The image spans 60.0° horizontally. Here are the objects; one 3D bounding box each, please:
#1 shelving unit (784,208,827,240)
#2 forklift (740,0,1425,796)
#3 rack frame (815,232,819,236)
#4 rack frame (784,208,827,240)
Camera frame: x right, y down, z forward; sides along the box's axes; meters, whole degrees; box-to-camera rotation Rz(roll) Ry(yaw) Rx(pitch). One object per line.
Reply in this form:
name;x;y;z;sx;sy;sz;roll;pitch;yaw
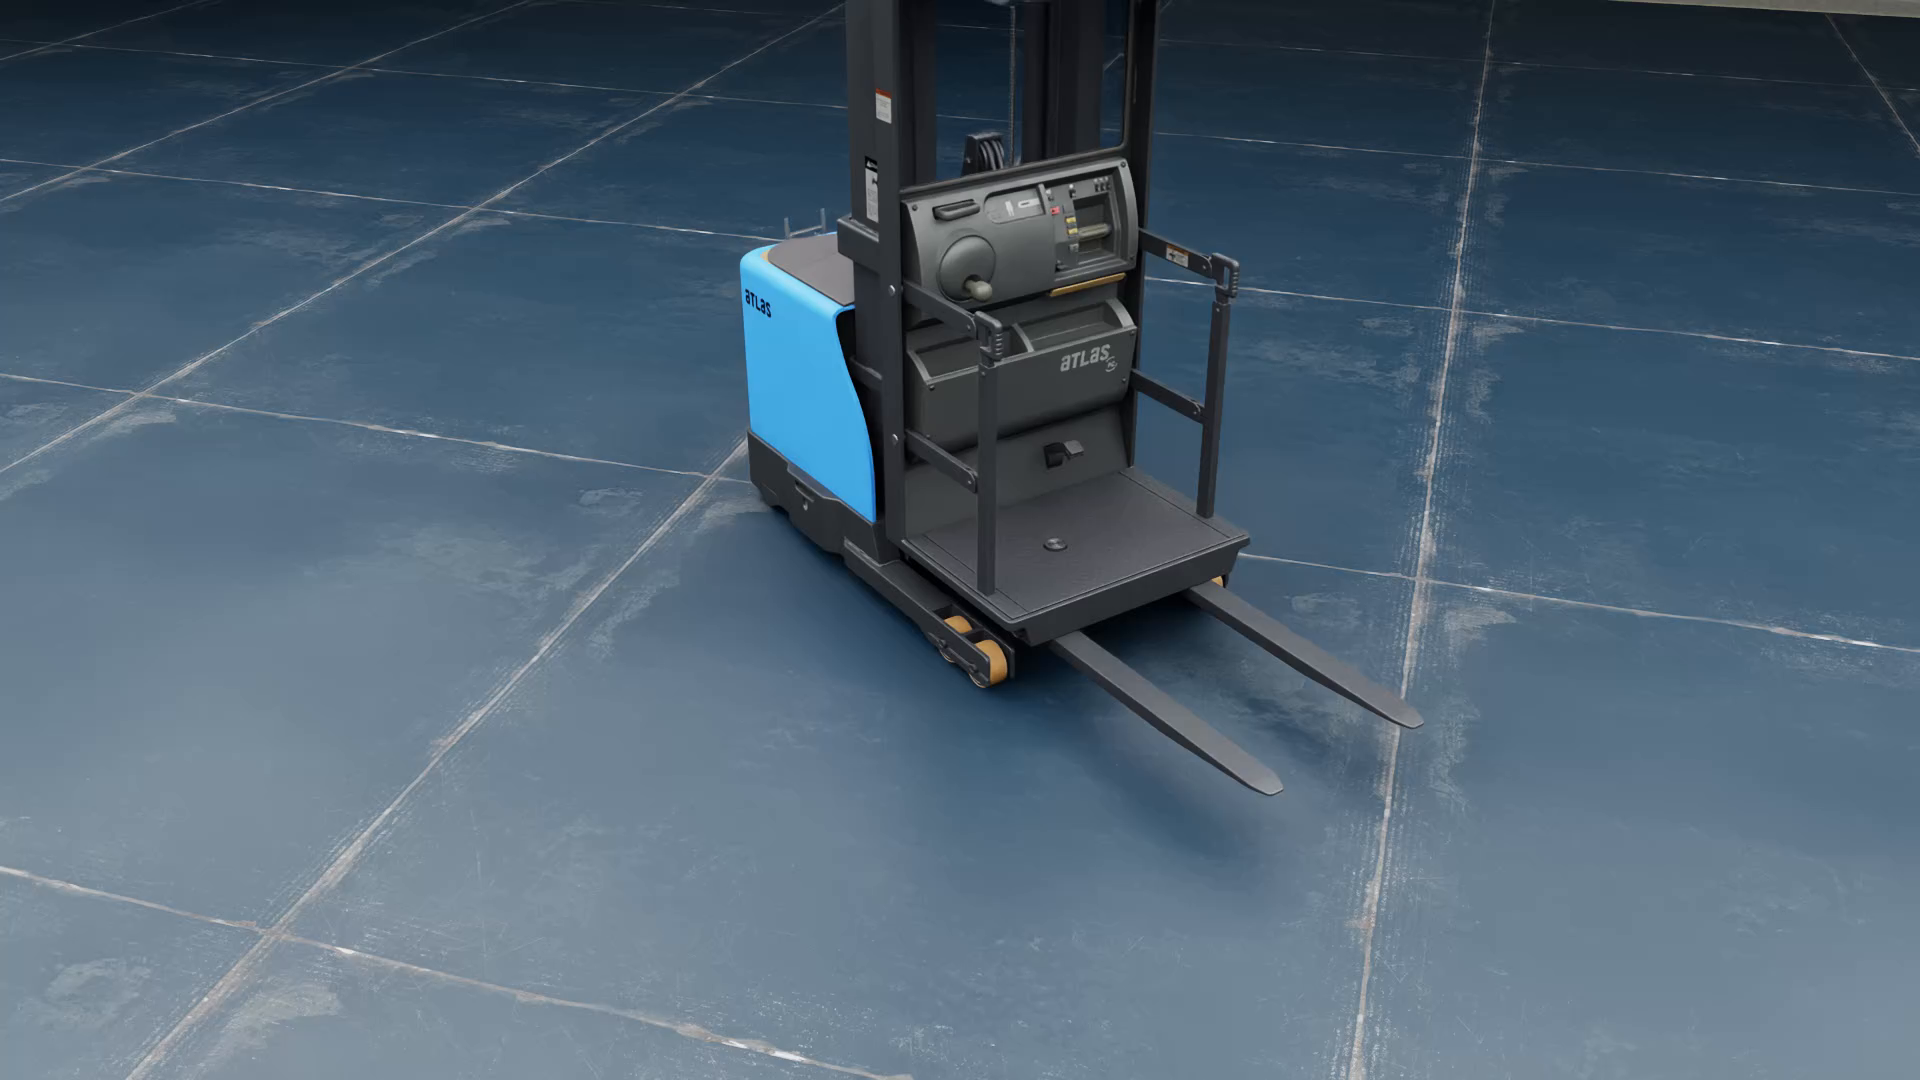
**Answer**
shelving unit;-0.571;-0.887;7.253;0.215;1.050;0.252;-22;35;-30
forklift;0.349;-1.029;5.585;1.130;2.935;3.031;-18;34;-29
rack frame;-0.498;-0.841;7.167;0.200;1.050;0.008;-22;35;-30
rack frame;-0.643;-0.933;7.340;0.200;1.050;0.008;-22;35;-30
